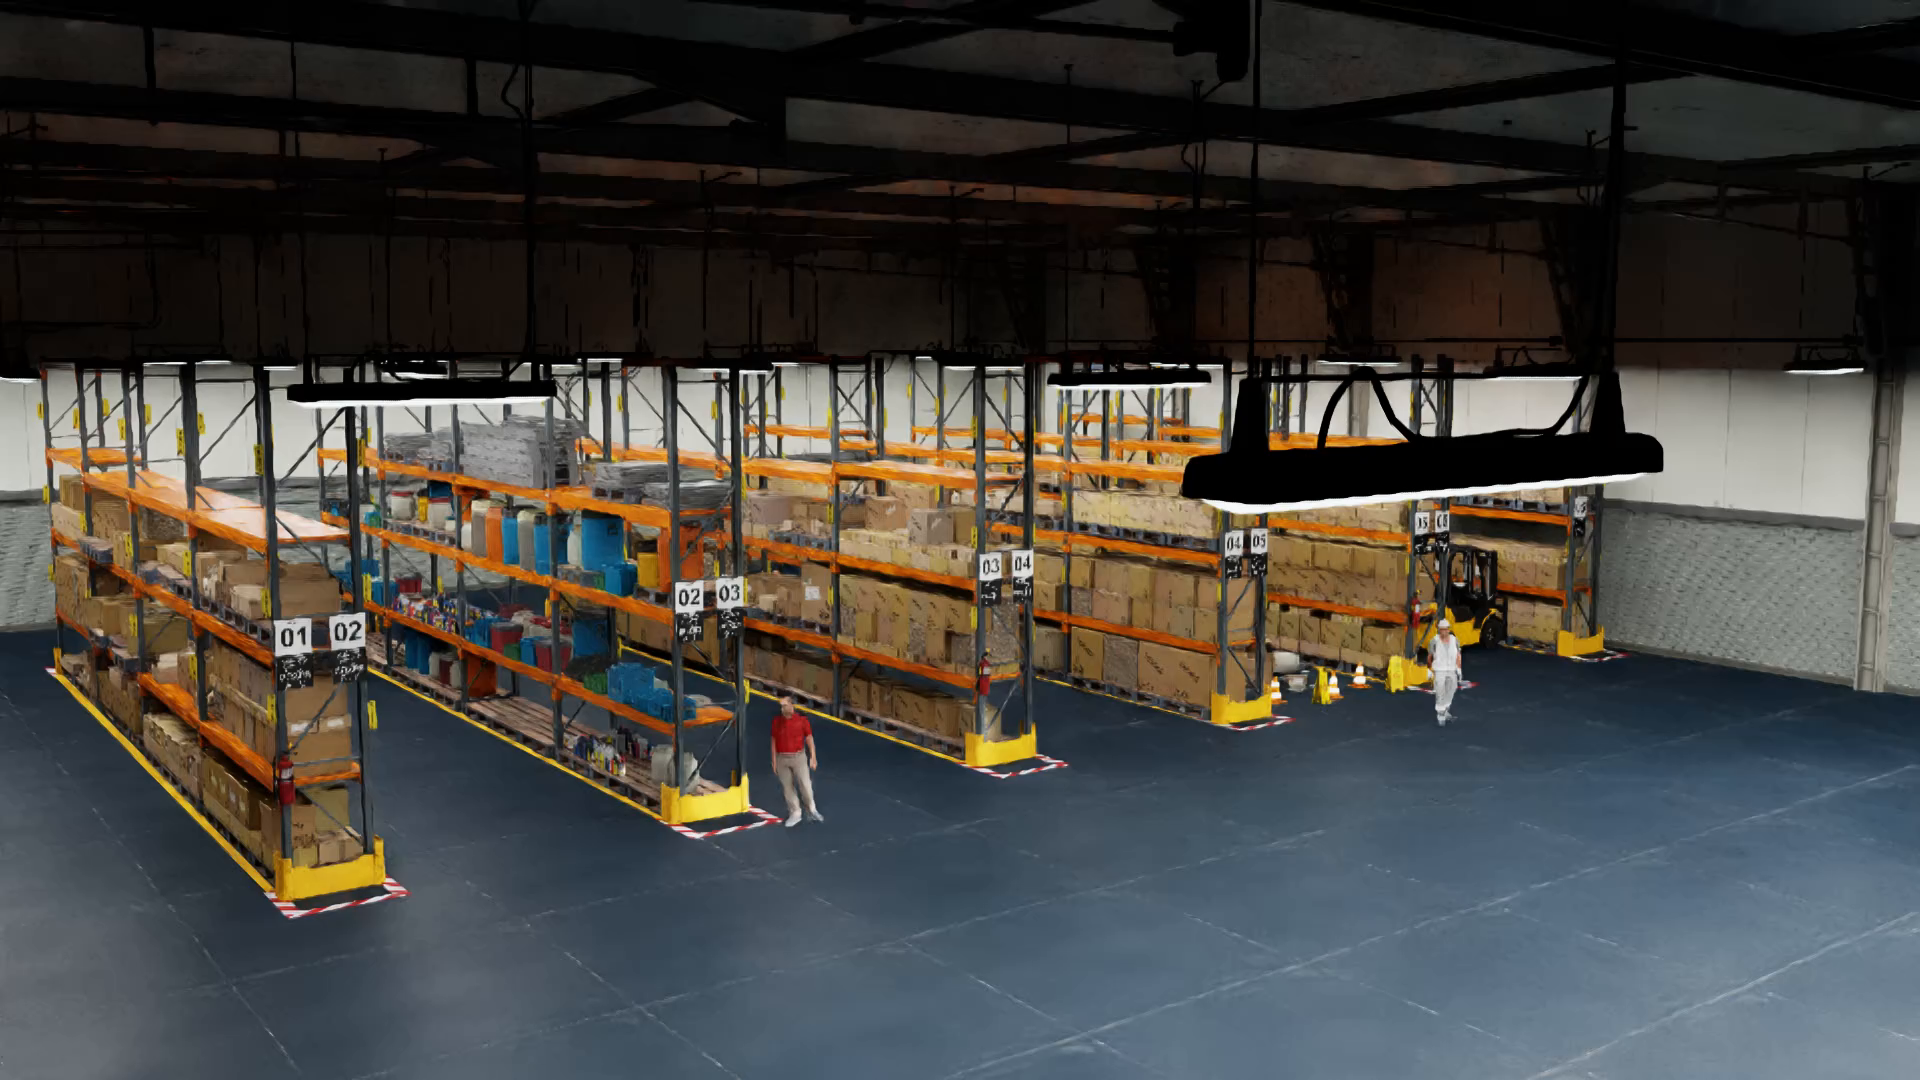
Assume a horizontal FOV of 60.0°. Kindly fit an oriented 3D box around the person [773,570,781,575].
[{"bbox_3d":[-3.758,1.422,34.028,0.543,1.649,1.119,-5,9,-38],"label":"person"}]

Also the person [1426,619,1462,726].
[{"bbox_3d":[8.001,2.160,27.498,0.580,1.774,0.571,0,7,-1],"label":"person"}]

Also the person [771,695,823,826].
[{"bbox_3d":[-2.184,2.891,21.758,0.591,1.678,0.466,1,7,9],"label":"person"}]
